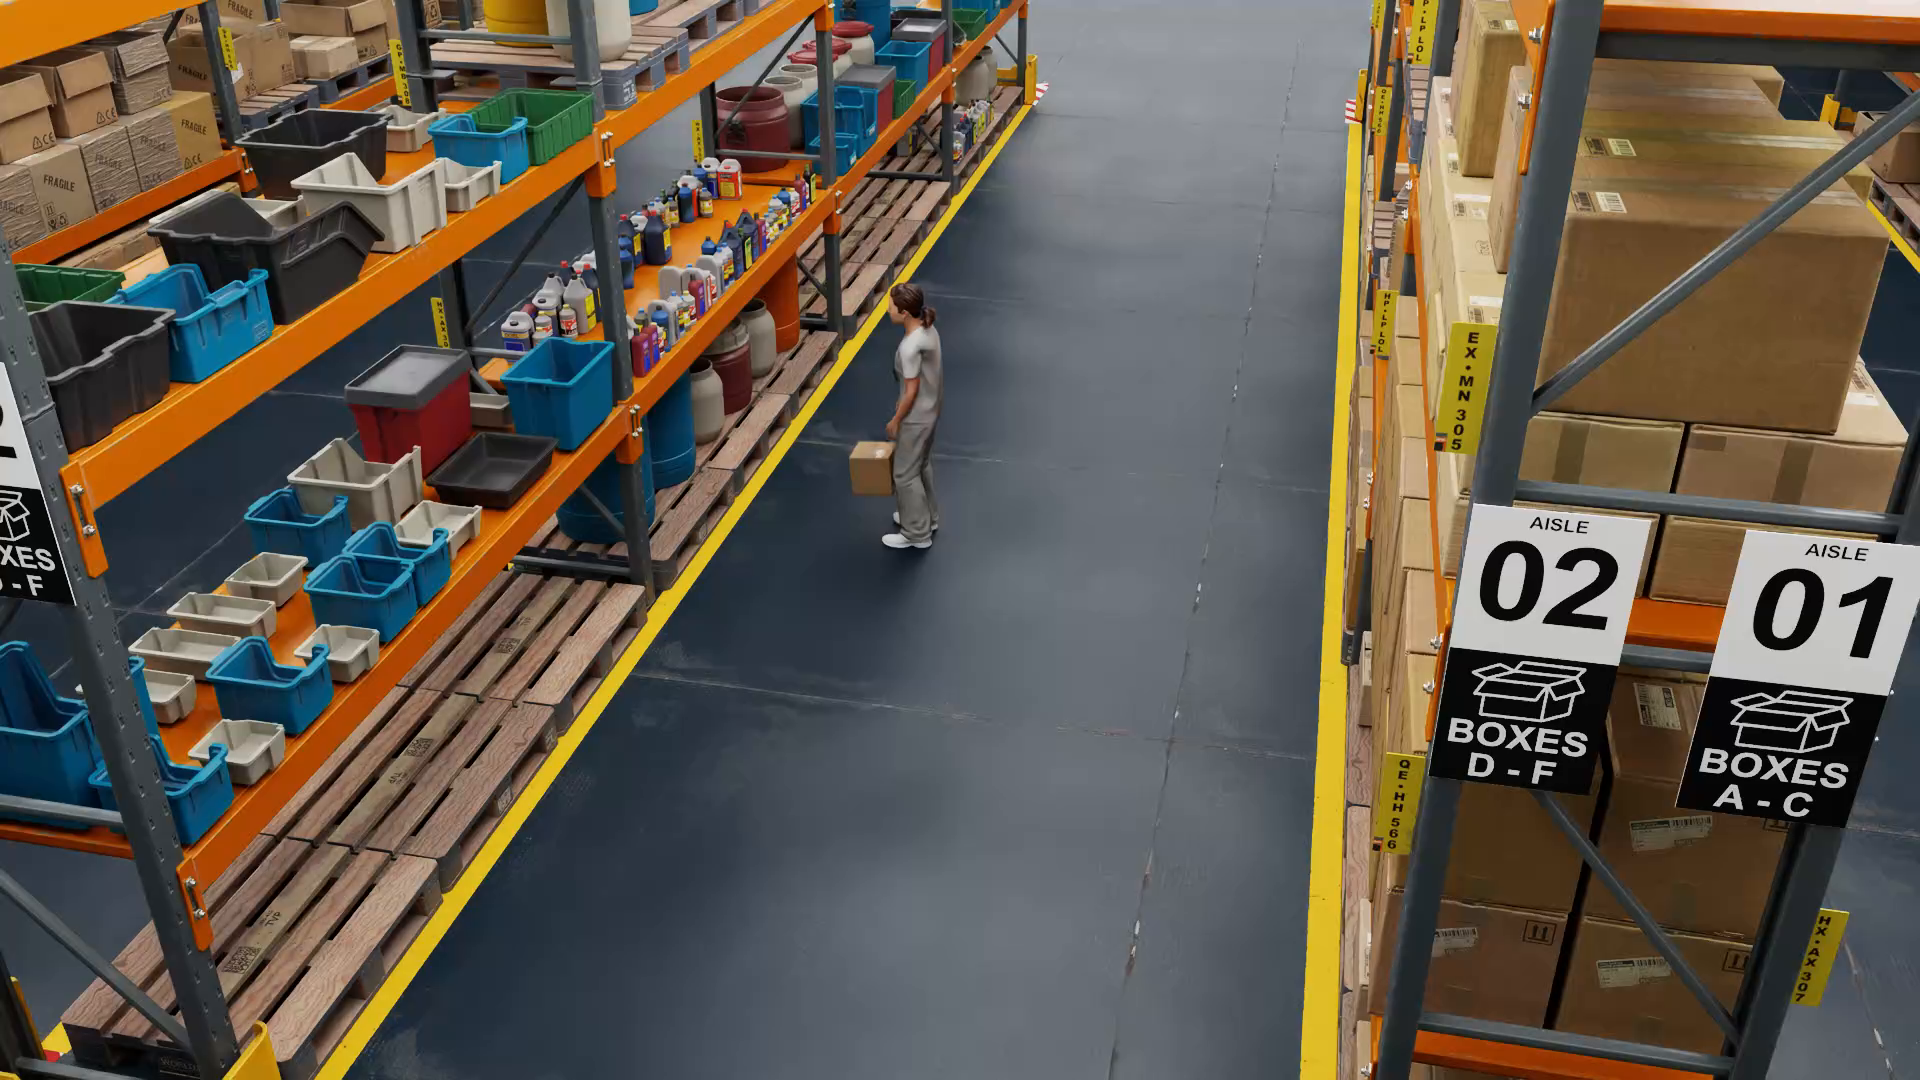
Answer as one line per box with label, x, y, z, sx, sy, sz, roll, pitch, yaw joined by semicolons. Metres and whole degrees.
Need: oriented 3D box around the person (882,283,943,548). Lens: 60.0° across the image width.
person;-0.284;-0.748;9.967;0.360;1.675;0.476;5;29;9
